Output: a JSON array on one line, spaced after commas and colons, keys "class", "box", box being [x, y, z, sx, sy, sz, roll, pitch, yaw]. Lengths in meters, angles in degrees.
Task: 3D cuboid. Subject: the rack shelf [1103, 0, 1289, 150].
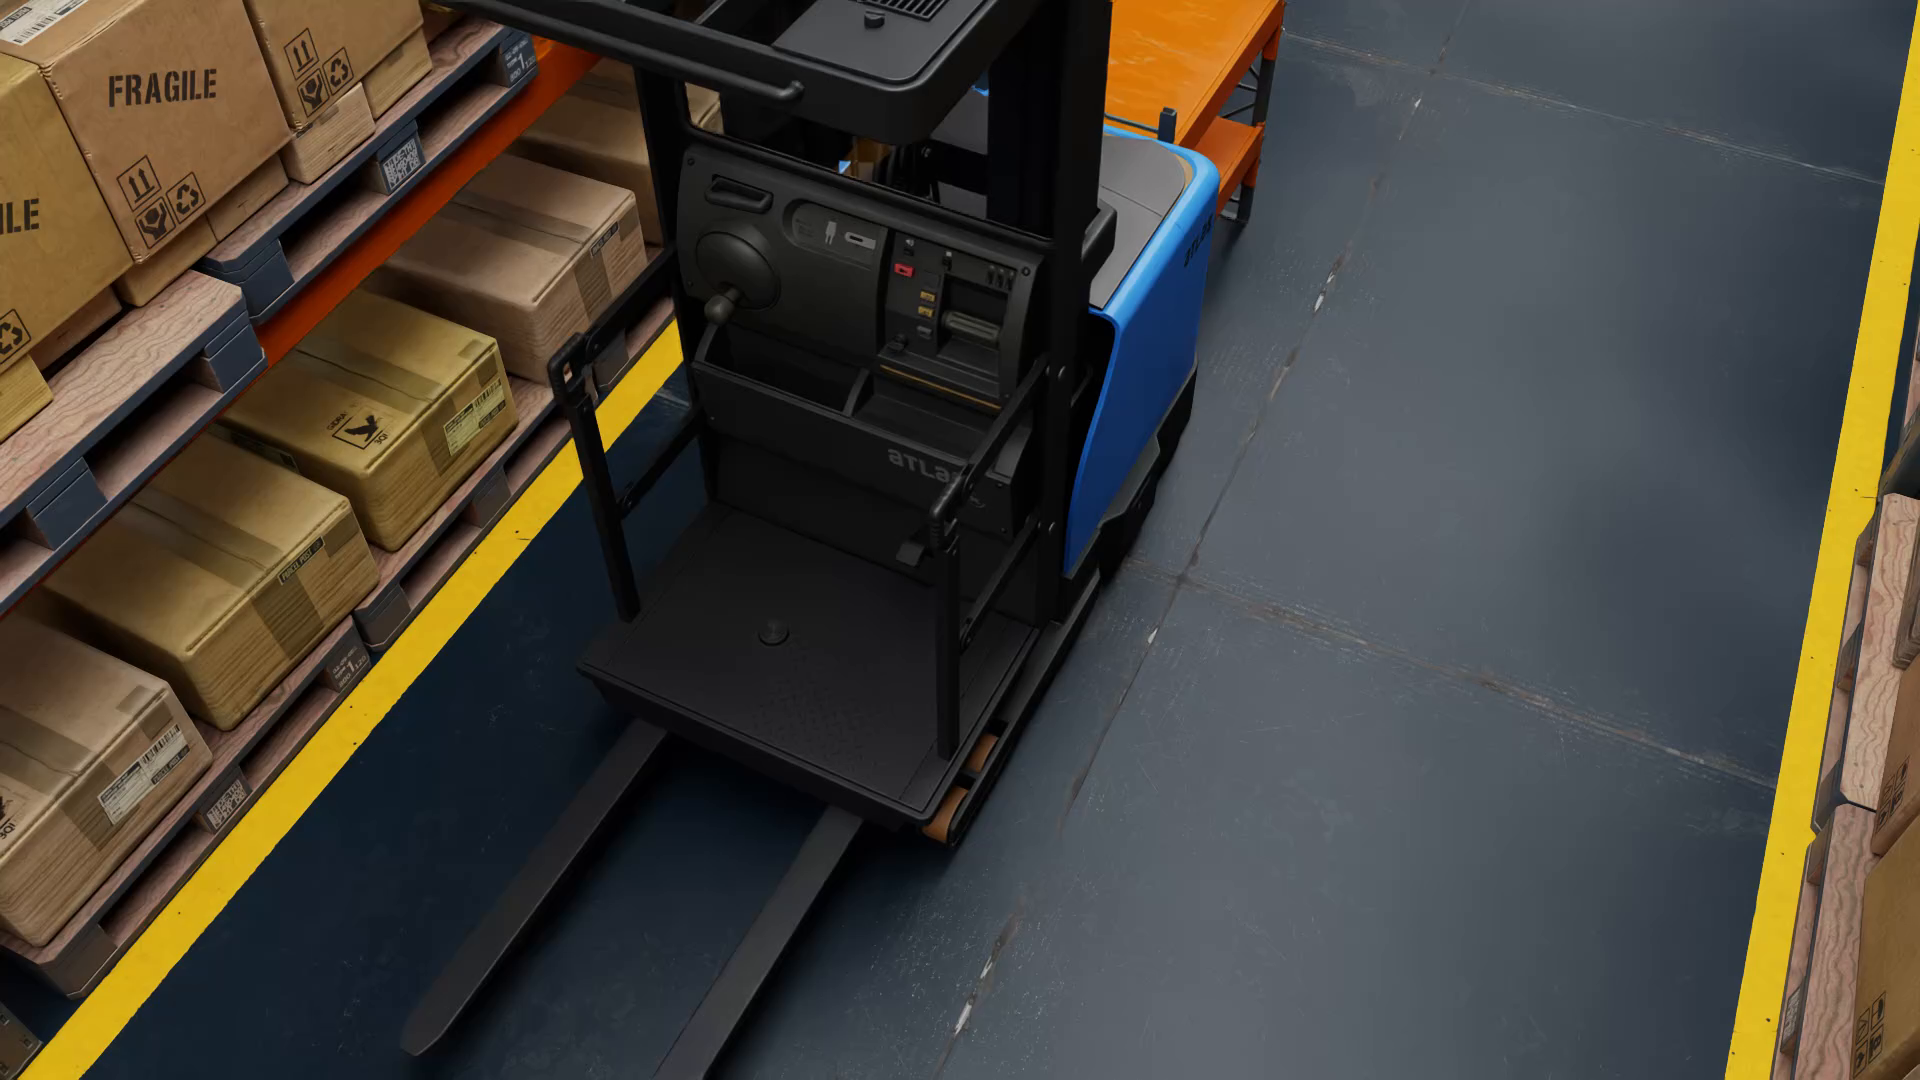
[{"class": "rack shelf", "box": [0.634, -1.497, 5.401, 0.538, 0.278, 1.000, 21, 53, 17]}]

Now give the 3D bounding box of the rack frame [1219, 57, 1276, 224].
[{"class": "rack frame", "box": [0.864, -1.652, 5.917, 0.500, 1.125, 0.032, 21, 53, 17]}]

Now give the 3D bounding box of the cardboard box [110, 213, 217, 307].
[{"class": "cardboard box", "box": [-1.938, -0.710, 3.774, 0.380, 0.149, 0.250, 21, 53, 17]}]

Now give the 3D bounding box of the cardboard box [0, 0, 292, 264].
[{"class": "cardboard box", "box": [-1.877, -1.000, 3.595, 0.500, 0.500, 0.500, 20, 52, 16]}]

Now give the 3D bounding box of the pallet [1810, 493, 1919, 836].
[{"class": "pallet", "box": [3.037, 0.491, 4.694, 1.003, 0.211, 1.213, 20, 52, 16]}]

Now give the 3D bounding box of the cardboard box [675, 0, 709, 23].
[{"class": "cardboard box", "box": [-0.695, -2.476, 6.506, 0.875, 0.875, 0.875, 19, 52, 16]}]

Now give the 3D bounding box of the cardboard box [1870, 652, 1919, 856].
[{"class": "cardboard box", "box": [2.874, 0.544, 4.101, 0.875, 0.625, 0.625, 21, 53, 17]}]

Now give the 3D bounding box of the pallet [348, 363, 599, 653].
[{"class": "pallet", "box": [-1.923, -0.301, 5.368, 1.003, 0.211, 1.213, 20, 52, 16]}]

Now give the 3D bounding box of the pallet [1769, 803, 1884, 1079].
[{"class": "pallet", "box": [2.515, 1.328, 3.981, 1.003, 0.211, 1.213, 20, 52, 16]}]

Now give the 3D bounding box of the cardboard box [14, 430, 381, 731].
[{"class": "cardboard box", "box": [-2.248, 0.032, 4.703, 0.950, 0.372, 0.625, 23, 53, 18]}]

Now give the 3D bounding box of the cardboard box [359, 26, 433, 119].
[{"class": "cardboard box", "box": [-1.583, -1.239, 4.224, 0.380, 0.149, 0.250, 18, 52, 15]}]

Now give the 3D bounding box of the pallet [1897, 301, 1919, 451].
[{"class": "pallet", "box": [3.778, -0.565, 5.592, 1.003, 0.211, 1.213, 20, 52, 16]}]

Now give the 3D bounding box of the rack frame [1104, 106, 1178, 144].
[{"class": "rack frame", "box": [0.404, -0.962, 5.330, 0.500, 1.125, 0.032, 21, 53, 17]}]

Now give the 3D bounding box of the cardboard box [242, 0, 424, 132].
[{"class": "cardboard box", "box": [-1.668, -1.358, 3.899, 0.500, 0.500, 0.500, 18, 52, 15]}]

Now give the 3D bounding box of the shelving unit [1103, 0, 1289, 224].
[{"class": "shelving unit", "box": [0.634, -1.307, 5.624, 0.538, 1.125, 1.048, 21, 53, 17]}]

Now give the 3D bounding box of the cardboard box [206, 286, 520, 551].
[{"class": "cardboard box", "box": [-1.953, -0.447, 5.110, 0.950, 0.372, 0.625, 21, 53, 17]}]

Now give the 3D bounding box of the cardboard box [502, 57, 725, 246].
[{"class": "cardboard box", "box": [-1.315, -1.478, 5.988, 0.950, 0.372, 0.625, 17, 52, 14]}]

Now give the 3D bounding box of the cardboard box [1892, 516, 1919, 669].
[{"class": "cardboard box", "box": [3.146, 0.092, 4.486, 0.875, 0.625, 0.625, 21, 53, 17]}]

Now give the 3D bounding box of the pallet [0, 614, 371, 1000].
[{"class": "pallet", "box": [-2.443, 0.542, 4.650, 1.003, 0.211, 1.213, 20, 52, 16]}]

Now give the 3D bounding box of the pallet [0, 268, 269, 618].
[{"class": "pallet", "box": [-2.316, -0.242, 3.612, 1.003, 0.211, 1.213, 20, 52, 16]}]

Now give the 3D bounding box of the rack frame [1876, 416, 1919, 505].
[{"class": "rack frame", "box": [3.424, -0.967, 4.103, 1.000, 3.000, 0.127, 20, 52, 16]}]

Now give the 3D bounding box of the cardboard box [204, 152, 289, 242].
[{"class": "cardboard box", "box": [-1.831, -0.880, 3.918, 0.380, 0.149, 0.250, 20, 53, 16]}]

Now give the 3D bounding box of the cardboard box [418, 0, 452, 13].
[{"class": "cardboard box", "box": [-1.433, -1.733, 4.219, 0.500, 0.500, 0.500, 17, 52, 14]}]

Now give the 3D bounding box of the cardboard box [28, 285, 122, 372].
[{"class": "cardboard box", "box": [-2.086, -0.547, 3.635, 0.380, 0.149, 0.250, 23, 53, 18]}]

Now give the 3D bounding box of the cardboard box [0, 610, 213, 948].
[{"class": "cardboard box", "box": [-2.552, 0.529, 4.280, 0.950, 0.372, 0.625, 20, 53, 17]}]

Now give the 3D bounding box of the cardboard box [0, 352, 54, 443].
[{"class": "cardboard box", "box": [-2.137, -0.327, 3.448, 0.380, 0.149, 0.250, 21, 53, 17]}]

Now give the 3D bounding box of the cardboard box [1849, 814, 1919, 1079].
[{"class": "cardboard box", "box": [2.586, 1.008, 3.706, 0.875, 0.625, 0.625, 18, 52, 15]}]

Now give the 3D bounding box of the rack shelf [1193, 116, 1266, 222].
[{"class": "rack shelf", "box": [0.634, -1.149, 5.810, 0.538, 0.278, 1.000, 21, 53, 17]}]

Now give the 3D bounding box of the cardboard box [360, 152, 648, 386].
[{"class": "cardboard box", "box": [-1.623, -0.967, 5.553, 0.950, 0.372, 0.625, 19, 52, 15]}]

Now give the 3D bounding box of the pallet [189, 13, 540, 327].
[{"class": "pallet", "box": [-1.874, -1.141, 4.377, 1.003, 0.211, 1.213, 20, 52, 16]}]

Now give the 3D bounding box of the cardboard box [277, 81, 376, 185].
[{"class": "cardboard box", "box": [-1.670, -1.046, 4.060, 0.380, 0.149, 0.250, 22, 53, 17]}]

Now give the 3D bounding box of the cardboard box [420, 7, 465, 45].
[{"class": "cardboard box", "box": [-1.550, -1.439, 4.394, 0.380, 0.149, 0.250, 20, 53, 16]}]

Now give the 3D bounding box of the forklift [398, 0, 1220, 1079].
[{"class": "forklift", "box": [-0.352, -0.519, 3.767, 1.130, 2.935, 3.031, 21, 53, 17]}]

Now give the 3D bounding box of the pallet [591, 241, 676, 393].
[{"class": "pallet", "box": [-1.400, -1.138, 6.080, 1.003, 0.211, 1.213, 20, 52, 16]}]

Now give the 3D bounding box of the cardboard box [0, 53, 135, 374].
[{"class": "cardboard box", "box": [-2.101, -0.665, 3.309, 0.500, 0.500, 0.500, 20, 52, 16]}]

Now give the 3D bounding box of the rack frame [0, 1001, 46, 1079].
[{"class": "rack frame", "box": [-2.774, 0.175, 3.132, 1.000, 3.000, 0.127, 20, 52, 16]}]
